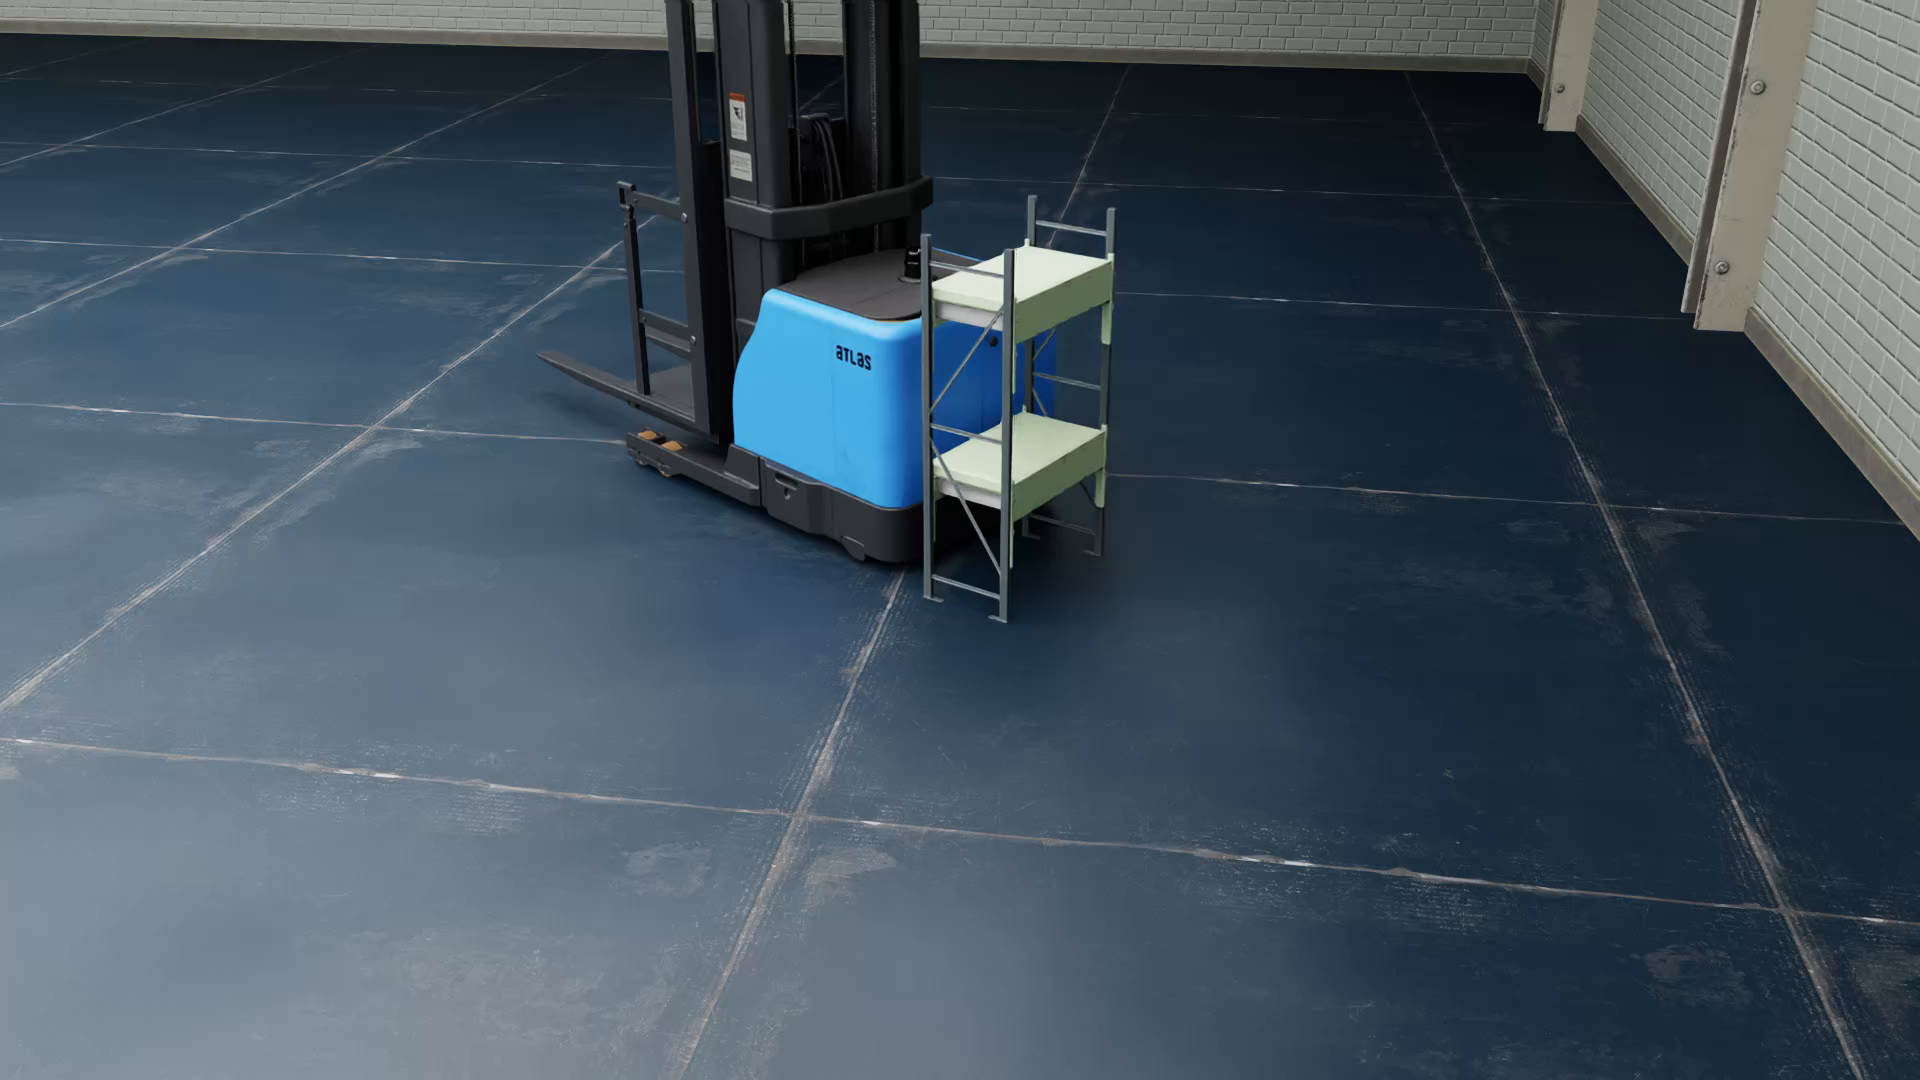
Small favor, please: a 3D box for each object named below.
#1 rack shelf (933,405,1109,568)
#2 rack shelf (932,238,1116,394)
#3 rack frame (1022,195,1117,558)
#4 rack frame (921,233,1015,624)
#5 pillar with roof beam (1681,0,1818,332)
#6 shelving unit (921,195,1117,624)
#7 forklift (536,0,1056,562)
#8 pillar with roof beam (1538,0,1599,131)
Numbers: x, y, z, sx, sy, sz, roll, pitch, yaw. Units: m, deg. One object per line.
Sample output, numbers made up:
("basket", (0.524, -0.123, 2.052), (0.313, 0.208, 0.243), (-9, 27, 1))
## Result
("rack shelf", (0.234, -0.231, 6.744), (0.431, 0.370, 0.720), (16, 30, 31))
("rack shelf", (0.234, -0.880, 6.441), (0.431, 0.370, 0.720), (16, 30, 31))
("rack frame", (0.442, -0.654, 6.879), (0.400, 1.500, 0.023), (16, 30, 31))
("rack frame", (0.026, -0.399, 6.333), (0.400, 1.500, 0.023), (16, 30, 31))
("pillar with roof beam", (0.333, -5.706, 8.825), (9.100, 9.000, 0.400), (4, 25, 9))
("shelving unit", (0.234, -0.527, 6.606), (0.431, 1.500, 0.755), (16, 30, 31))
("forklift", (-0.959, -1.763, 7.559), (1.130, 2.935, 3.031), (-23, 33, -39))
("pillar with roof beam", (1.314, -8.215, 14.186), (9.100, 9.000, 0.400), (4, 25, 9))
